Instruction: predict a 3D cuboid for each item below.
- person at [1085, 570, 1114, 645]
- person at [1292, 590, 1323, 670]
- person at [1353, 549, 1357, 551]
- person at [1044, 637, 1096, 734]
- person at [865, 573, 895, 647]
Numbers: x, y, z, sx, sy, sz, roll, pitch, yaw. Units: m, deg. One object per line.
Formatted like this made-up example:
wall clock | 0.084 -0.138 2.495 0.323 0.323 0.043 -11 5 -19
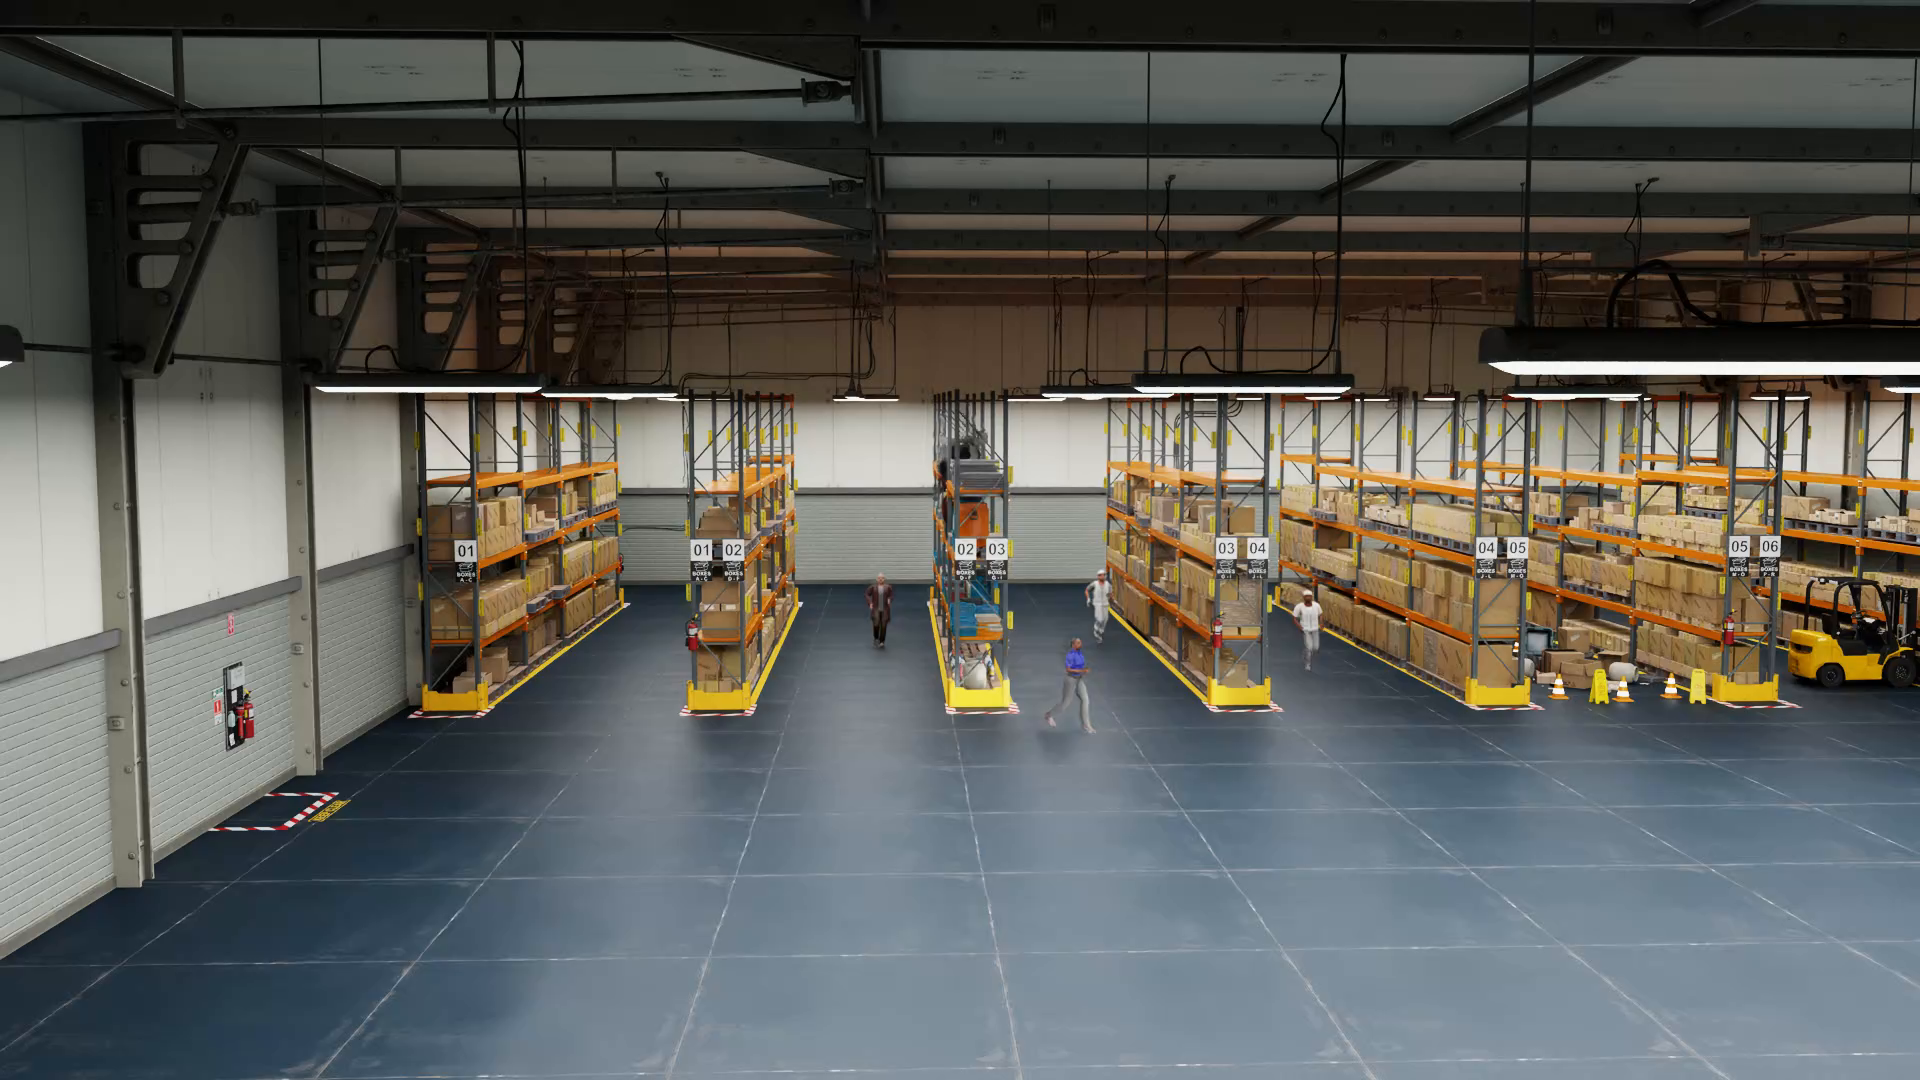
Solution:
person | 3.363 1.598 39.627 0.641 1.785 0.701 -1 5 -14
person | 7.528 1.939 35.913 0.698 1.729 0.510 -1 5 -6
person | 11.204 1.054 47.102 0.646 1.682 0.619 -1 5 -10
person | 1.950 2.565 29.154 0.934 1.600 0.574 3 6 35
person | -1.867 1.768 39.018 0.695 1.538 0.642 -1 5 -7
